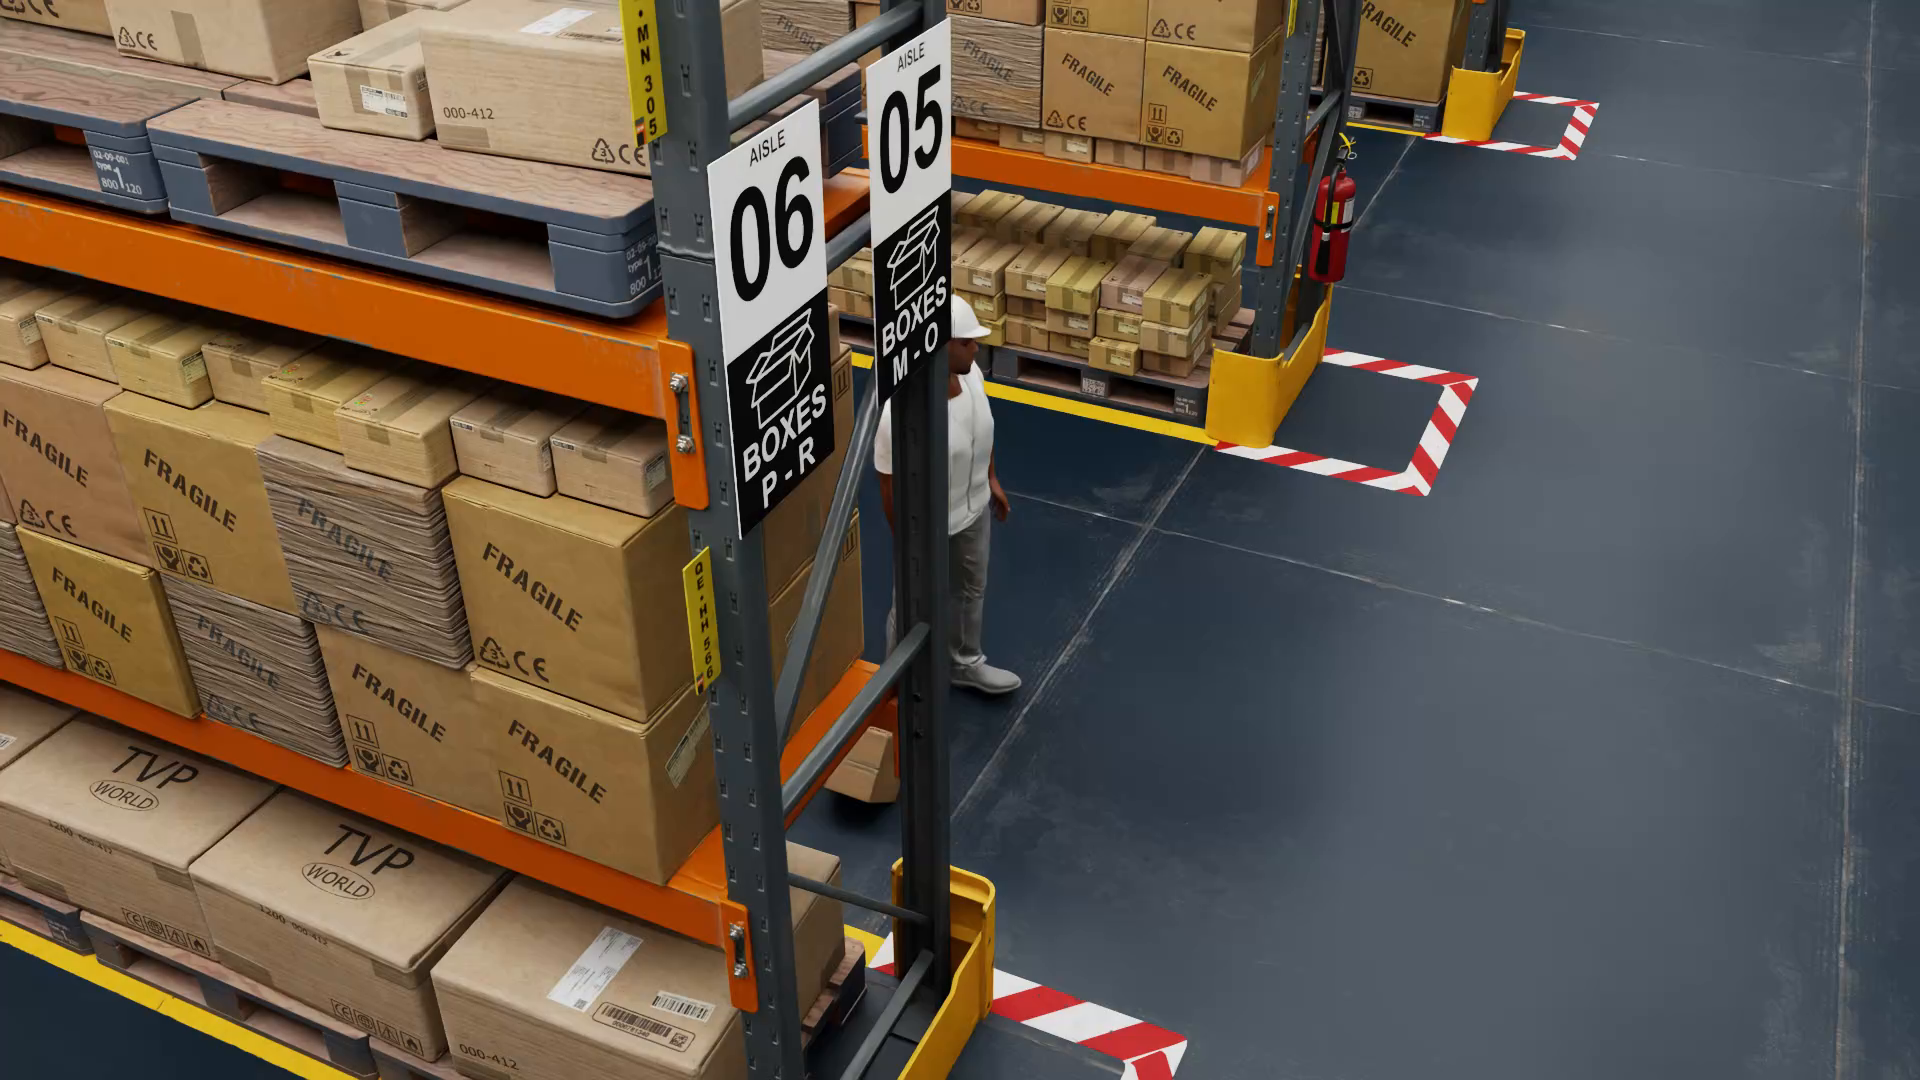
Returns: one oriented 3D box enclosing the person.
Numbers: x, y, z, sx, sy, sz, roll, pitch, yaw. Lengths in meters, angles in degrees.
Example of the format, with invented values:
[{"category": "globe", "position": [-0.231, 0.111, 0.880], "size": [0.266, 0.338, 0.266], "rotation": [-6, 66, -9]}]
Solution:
[{"category": "person", "position": [-0.051, -0.101, 6.221], "size": [0.422, 1.768, 0.624], "rotation": [25, 41, 33]}]
